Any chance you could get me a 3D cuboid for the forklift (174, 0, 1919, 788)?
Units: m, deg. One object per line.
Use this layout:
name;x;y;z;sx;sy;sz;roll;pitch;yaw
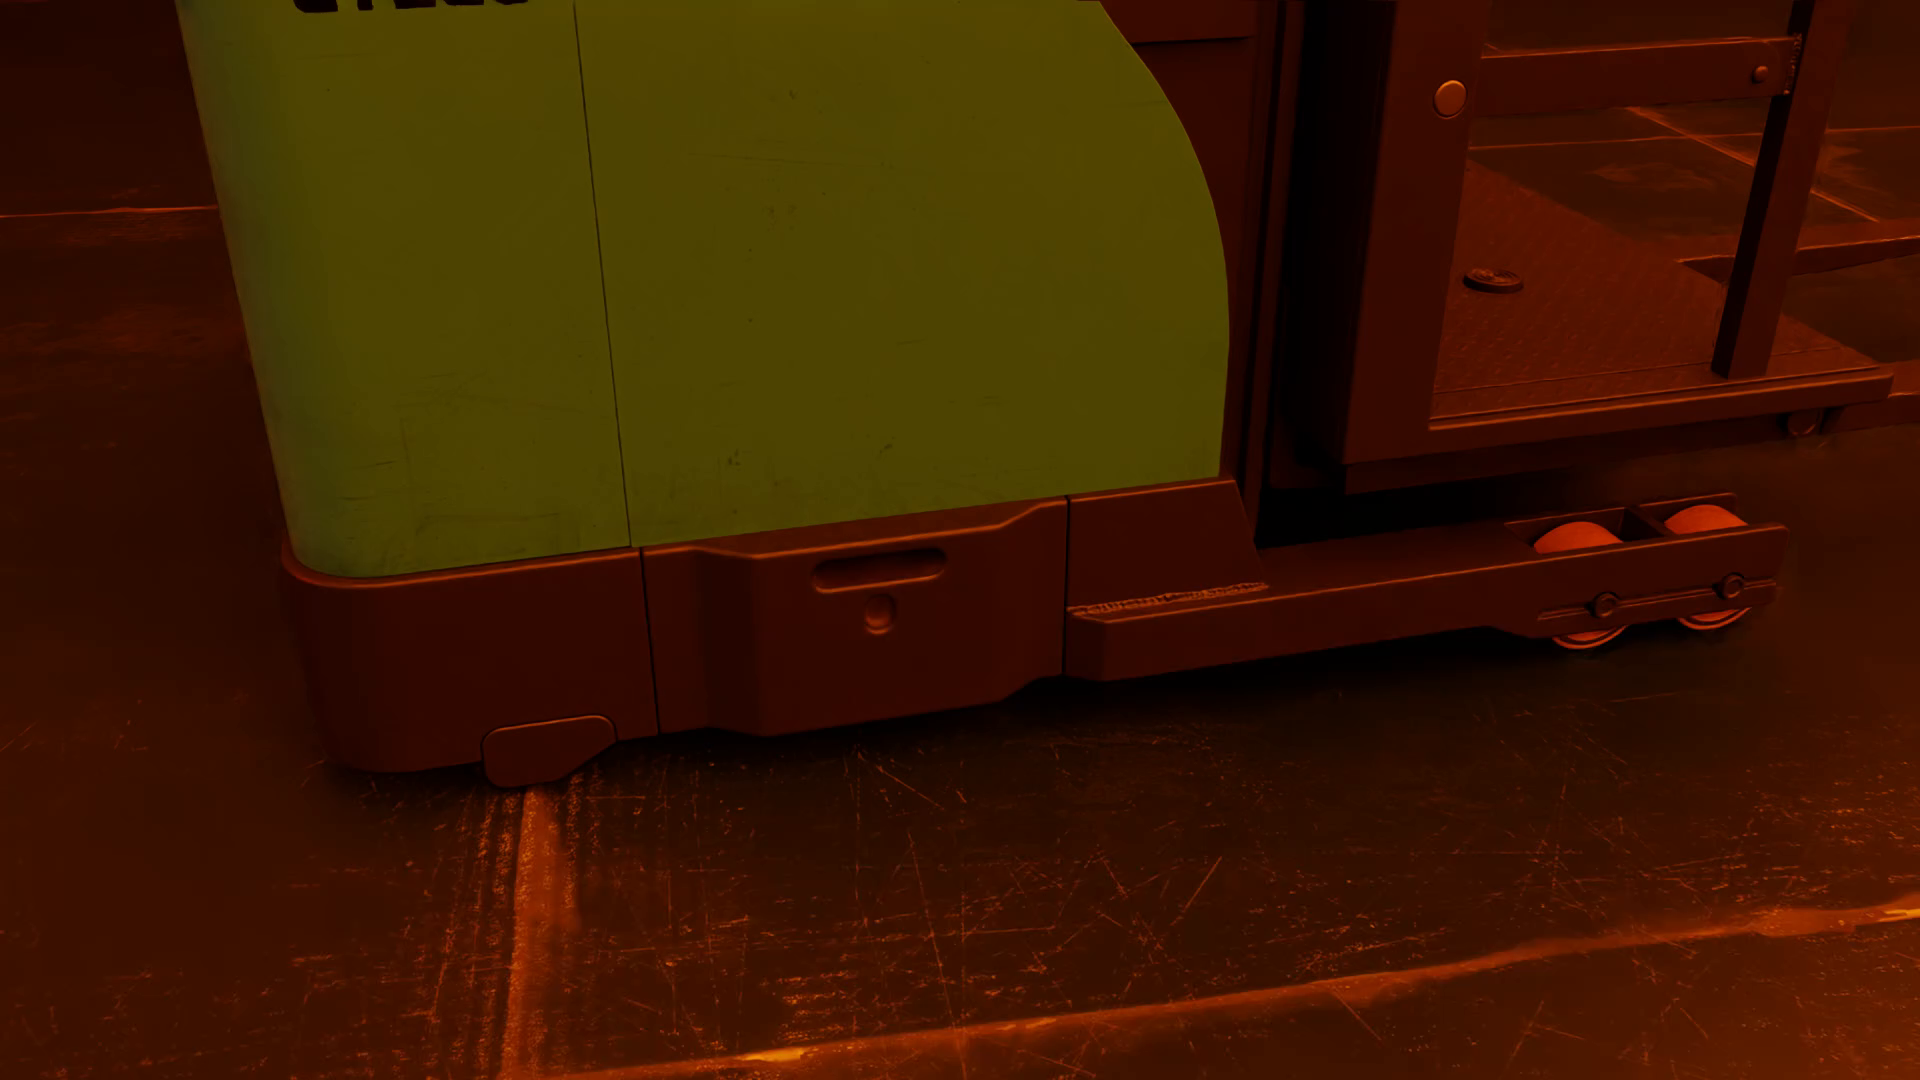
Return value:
forklift;0.613;-1.381;1.975;3.031;2.935;1.130;-7;29;-13
